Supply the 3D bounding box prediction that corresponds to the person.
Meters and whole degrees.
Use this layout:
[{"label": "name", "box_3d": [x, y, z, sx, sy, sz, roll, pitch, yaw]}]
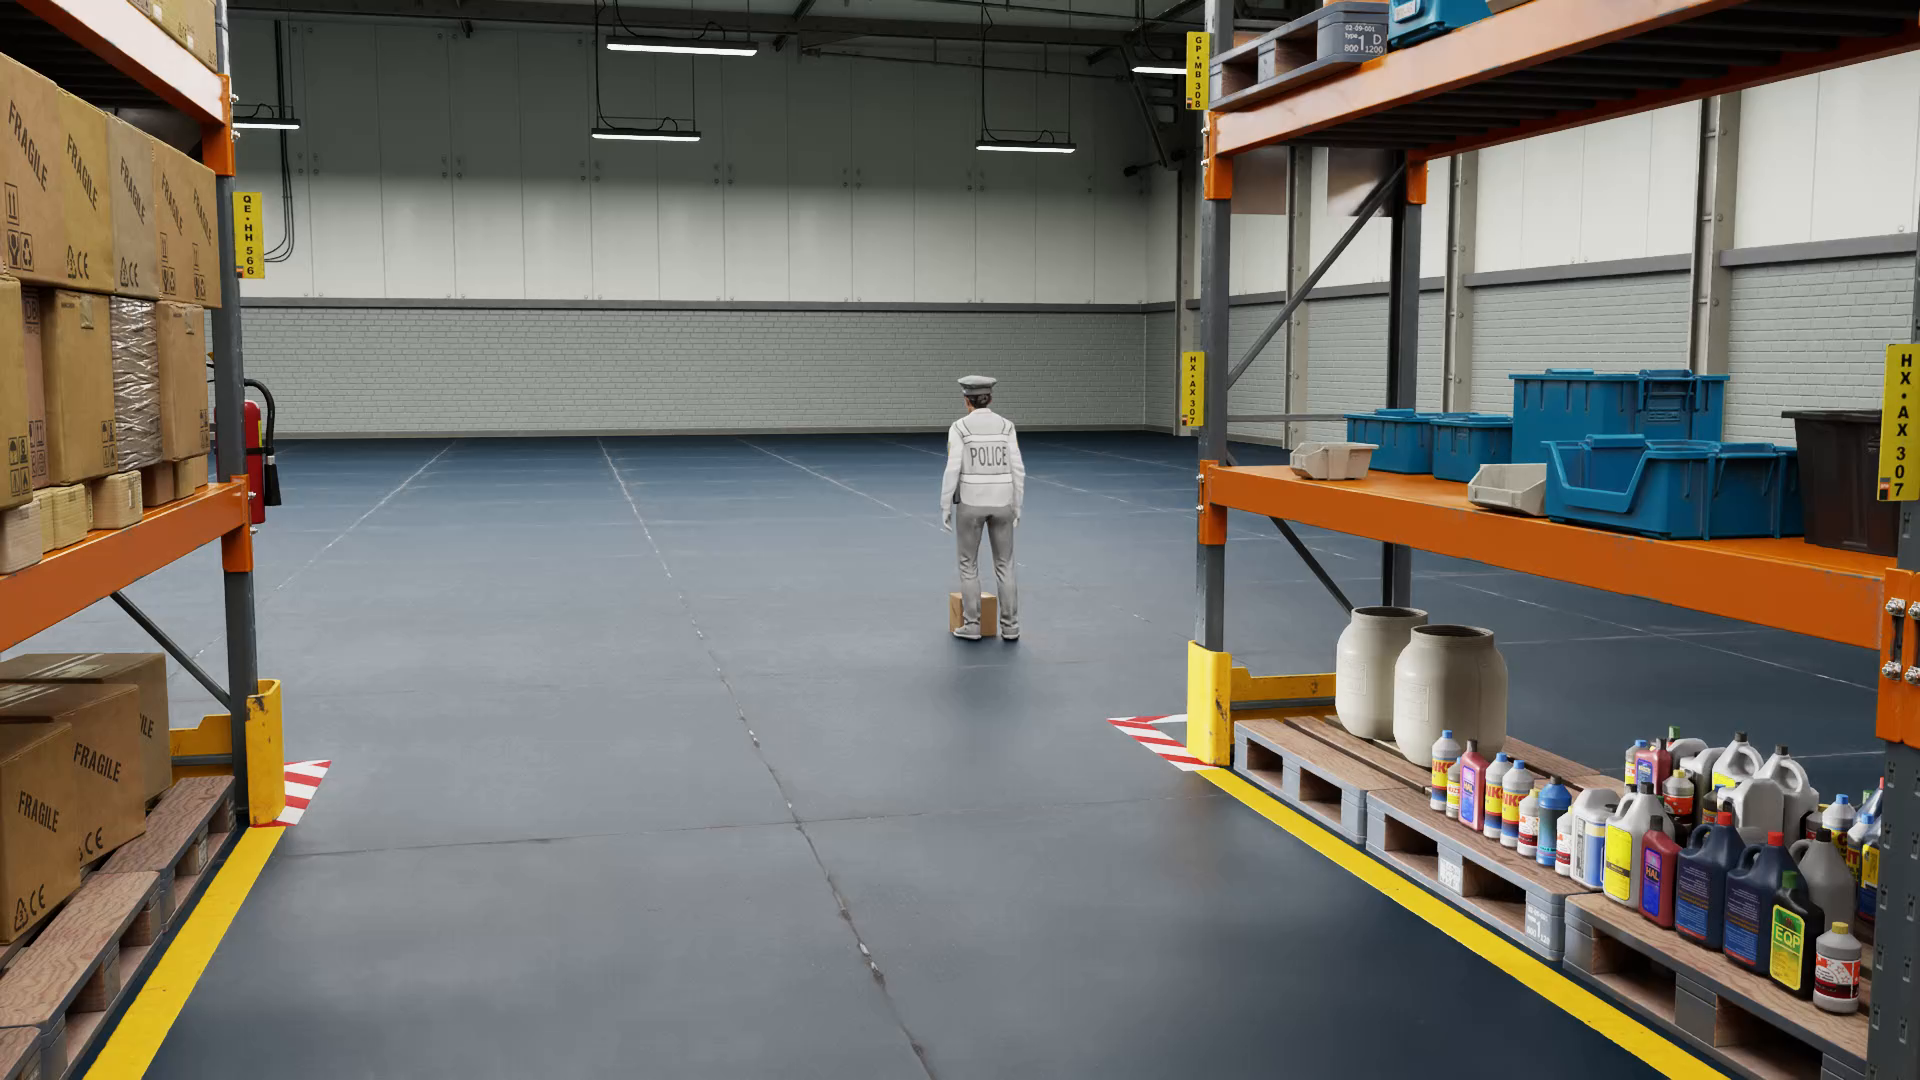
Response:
[{"label": "person", "box_3d": [0.139, -0.199, 10.482, 0.540, 1.663, 0.405, -2, 6, -15]}]
